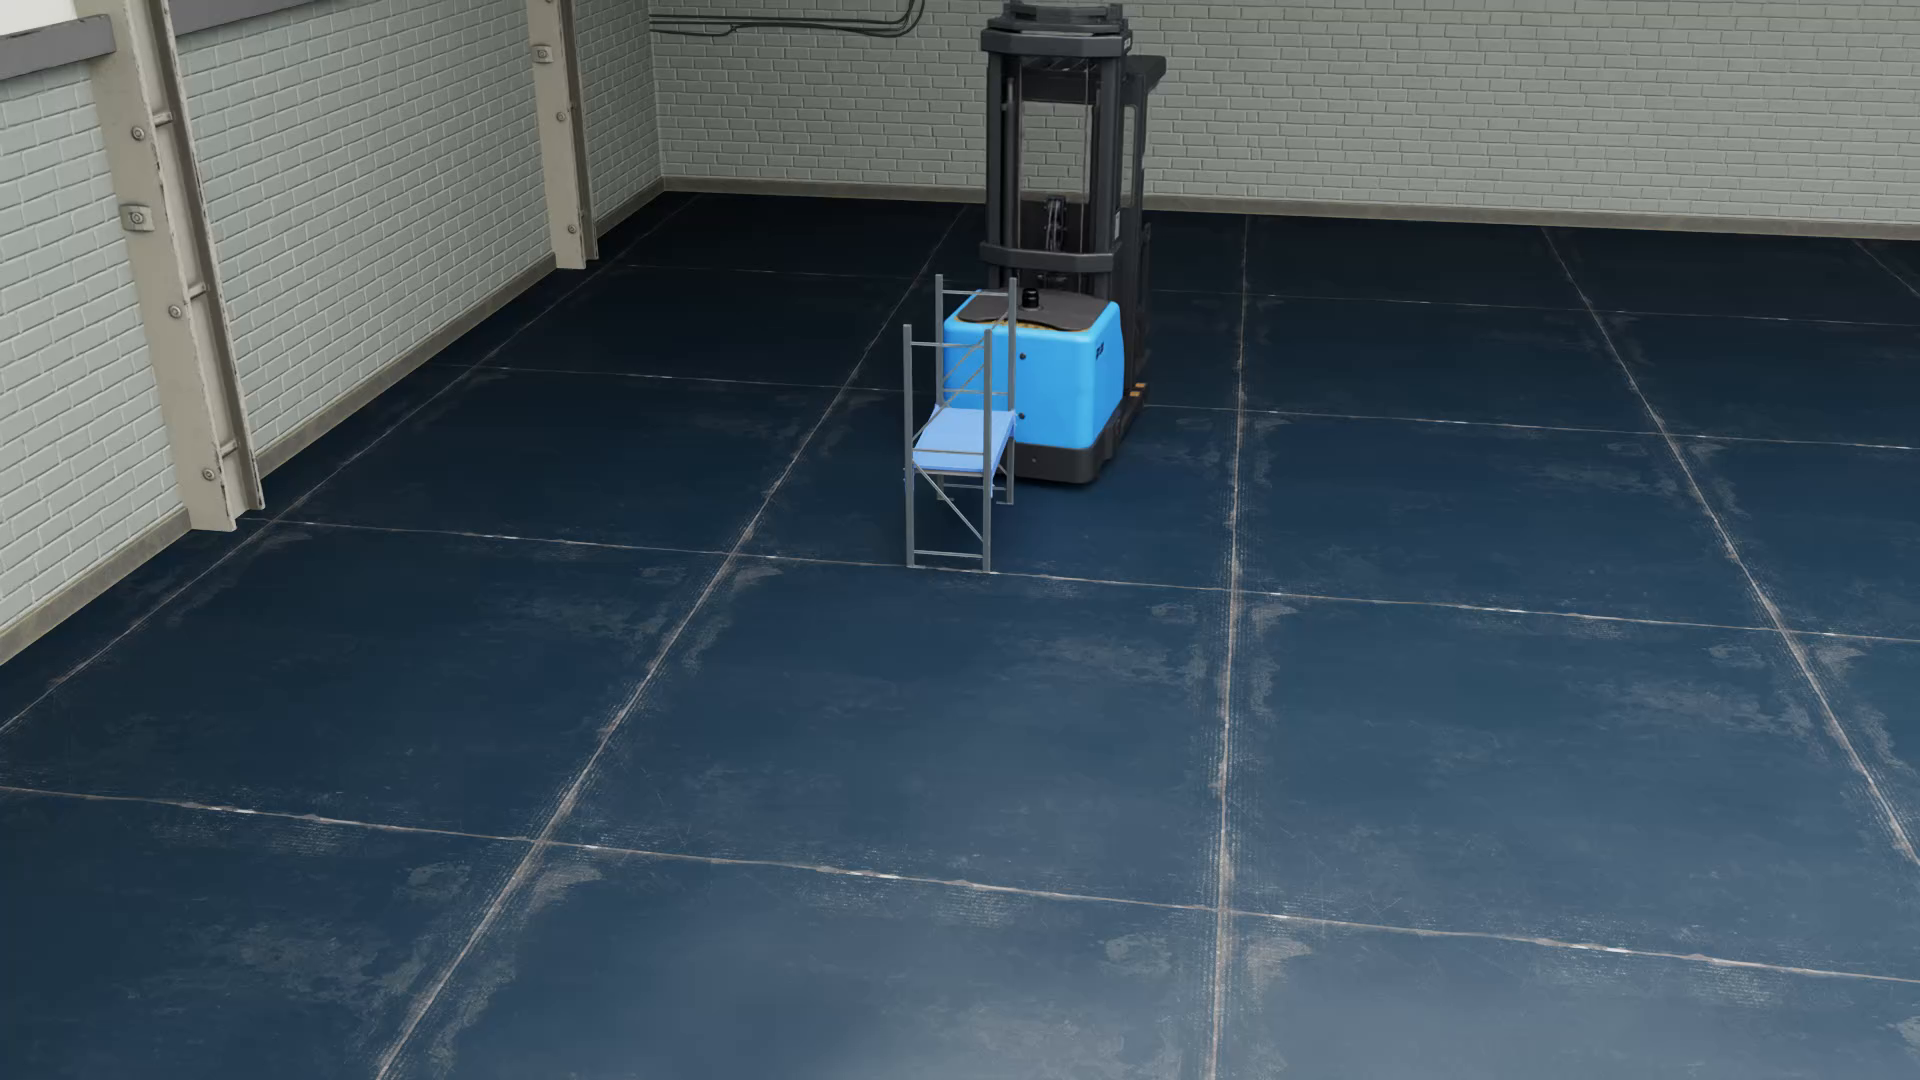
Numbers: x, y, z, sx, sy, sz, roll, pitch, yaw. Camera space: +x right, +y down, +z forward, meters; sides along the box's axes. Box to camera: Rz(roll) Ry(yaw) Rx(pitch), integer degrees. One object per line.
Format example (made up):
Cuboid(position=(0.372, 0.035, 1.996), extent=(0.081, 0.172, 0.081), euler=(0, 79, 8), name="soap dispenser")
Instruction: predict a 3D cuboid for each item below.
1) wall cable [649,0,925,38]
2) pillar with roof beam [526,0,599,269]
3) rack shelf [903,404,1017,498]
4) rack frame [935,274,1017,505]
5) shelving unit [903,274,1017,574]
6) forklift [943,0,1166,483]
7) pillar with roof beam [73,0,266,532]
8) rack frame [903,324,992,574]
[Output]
Cuboid(position=(-1.888, -6.464, 17.108), extent=(3.097, 2.526, 0.112), euler=(4, 25, 9), name="wall cable")
Cuboid(position=(0.573, -6.432, 13.376), extent=(9.100, 9.000, 0.400), euler=(4, 25, 9), name="pillar with roof beam")
Cuboid(position=(0.014, -0.552, 10.085), extent=(0.538, 0.185, 1.000), euler=(4, 25, 9), name="rack shelf")
Cuboid(position=(0.097, -0.928, 10.462), extent=(0.500, 1.500, 0.032), euler=(4, 25, 9), name="rack frame")
Cuboid(position=(0.014, -0.715, 10.008), extent=(0.538, 1.500, 1.048), euler=(4, 25, 9), name="shelving unit")
Cuboid(position=(0.785, -2.299, 11.704), extent=(1.130, 2.935, 3.031), euler=(7, 26, 15), name="forklift")
Cuboid(position=(-0.408, -3.922, 8.015), extent=(9.100, 9.000, 0.400), euler=(4, 25, 9), name="pillar with roof beam")
Cuboid(position=(-0.069, -0.502, 9.554), extent=(0.500, 1.500, 0.032), euler=(4, 25, 9), name="rack frame")
